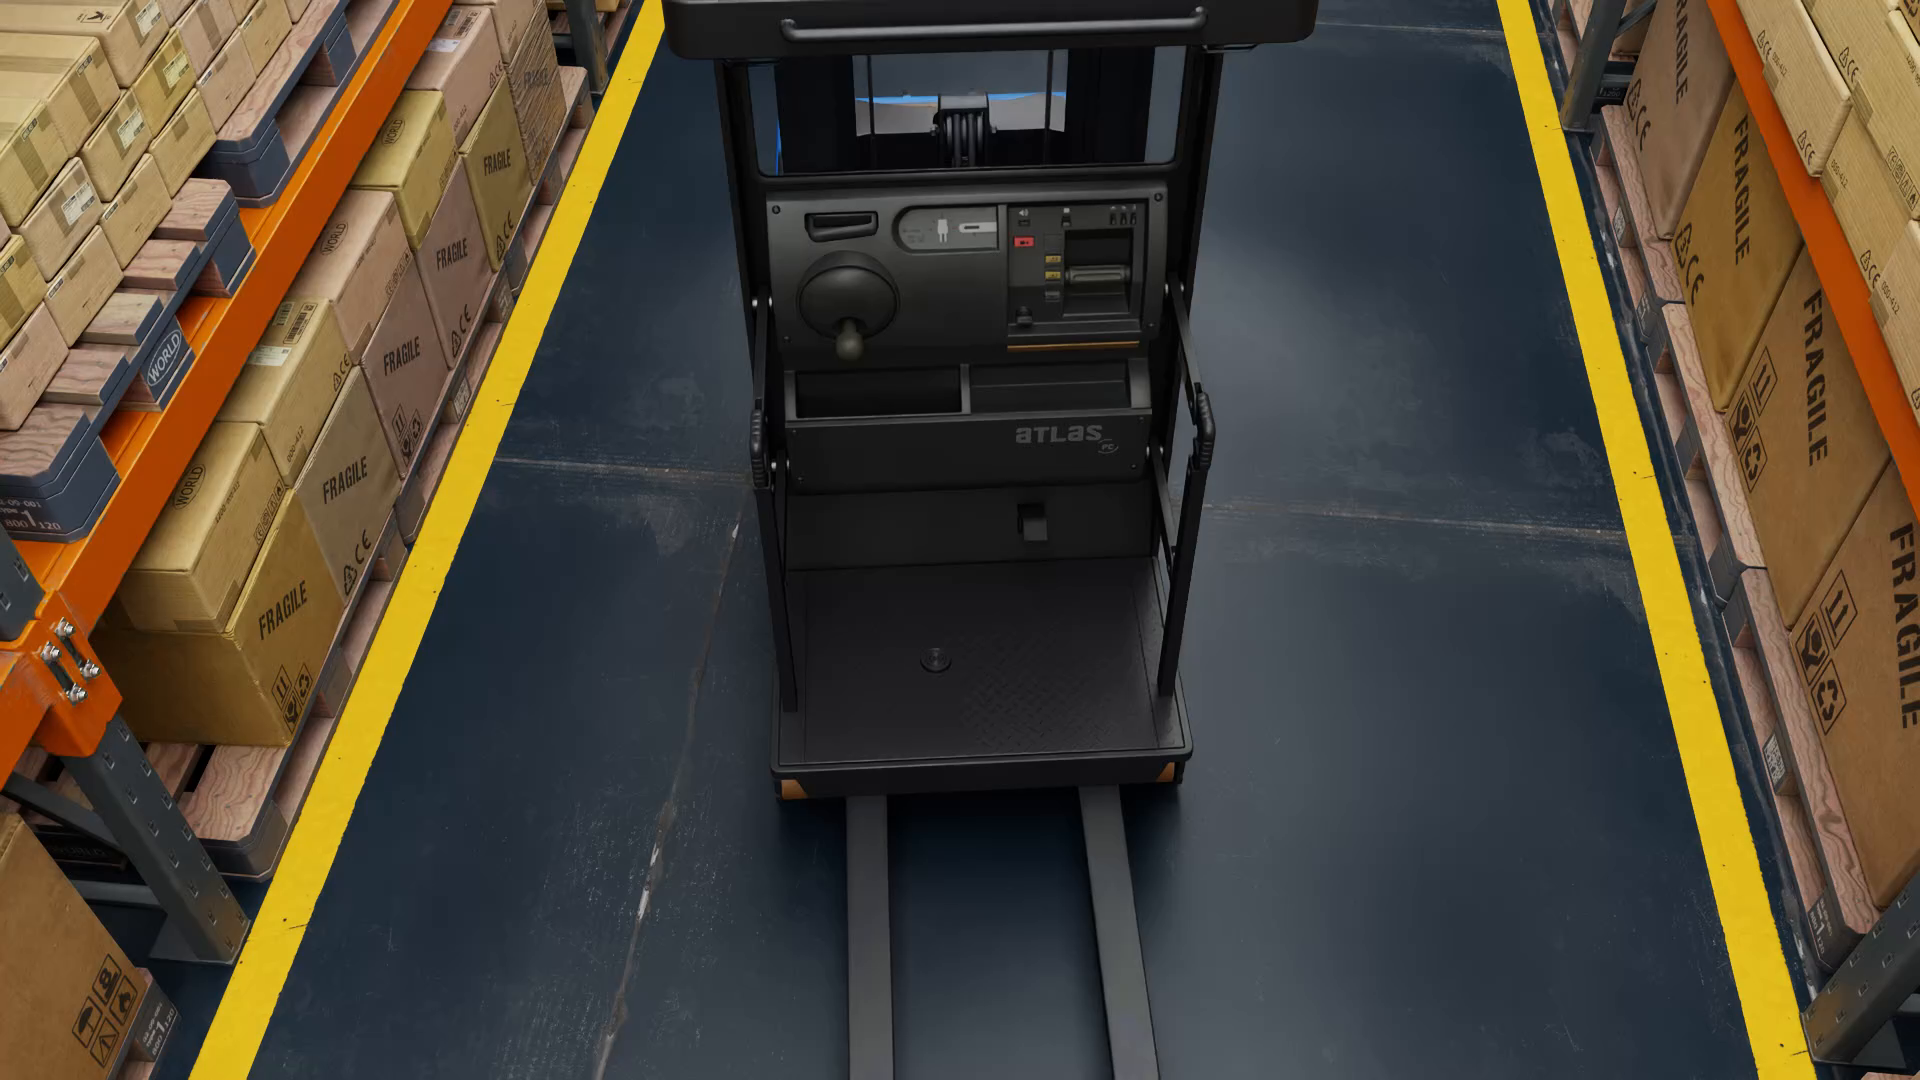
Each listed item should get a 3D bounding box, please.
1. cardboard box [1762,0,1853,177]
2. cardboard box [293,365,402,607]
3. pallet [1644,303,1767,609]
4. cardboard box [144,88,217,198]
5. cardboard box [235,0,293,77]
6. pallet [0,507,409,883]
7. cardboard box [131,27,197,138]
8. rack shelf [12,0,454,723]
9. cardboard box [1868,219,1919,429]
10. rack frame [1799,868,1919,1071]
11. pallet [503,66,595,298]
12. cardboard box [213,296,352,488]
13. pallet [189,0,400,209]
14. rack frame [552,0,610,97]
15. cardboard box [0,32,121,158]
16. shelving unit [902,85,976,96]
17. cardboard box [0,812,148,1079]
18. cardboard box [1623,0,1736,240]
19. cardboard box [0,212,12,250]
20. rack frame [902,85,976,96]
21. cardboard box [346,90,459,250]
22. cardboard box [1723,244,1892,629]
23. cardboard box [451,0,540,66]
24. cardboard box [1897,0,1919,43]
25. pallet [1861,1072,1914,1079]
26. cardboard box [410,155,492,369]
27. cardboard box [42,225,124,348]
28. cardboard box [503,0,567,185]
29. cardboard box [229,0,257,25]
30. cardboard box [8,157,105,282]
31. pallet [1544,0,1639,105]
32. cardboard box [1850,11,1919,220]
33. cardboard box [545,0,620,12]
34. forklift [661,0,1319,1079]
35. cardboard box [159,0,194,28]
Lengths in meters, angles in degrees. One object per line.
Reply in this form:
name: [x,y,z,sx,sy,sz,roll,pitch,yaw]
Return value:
cardboard box: [2.489,-1.202,4.419,0.500,0.250,0.500,3,48,3]
cardboard box: [-1.987,-0.171,4.783,0.500,0.500,0.500,4,48,4]
pallet: [2.851,-0.269,5.353,1.003,0.211,1.213,4,48,4]
cardboard box: [-2.034,-0.967,3.987,0.380,0.149,0.250,6,48,5]
cardboard box: [-1.987,-1.347,4.335,0.380,0.149,0.250,4,48,4]
pallet: [-2.275,0.366,4.772,1.003,0.211,1.213,4,48,4]
cardboard box: [-2.038,-1.081,3.890,0.380,0.149,0.250,4,48,4]
rack shelf: [-2.166,-1.227,4.827,1.077,0.370,4.000,4,48,4]
cardboard box: [2.409,-0.457,3.737,0.500,0.250,0.500,5,48,4]
rack frame: [2.591,0.258,2.981,1.000,3.000,0.127,4,48,4]
pallet: [-2.053,-1.427,6.412,1.003,0.211,1.213,4,48,4]
cardboard box: [-1.998,-0.415,4.498,0.500,0.250,0.500,3,48,3]
pallet: [-2.208,-1.393,4.621,1.003,0.211,1.213,4,48,4]
rack frame: [-1.983,-2.940,5.906,1.000,3.000,0.127,4,48,4]
cardboard box: [-2.064,-0.962,3.580,0.380,0.149,0.250,4,48,3]
shelving unit: [-0.062,-1.070,5.609,0.258,0.900,0.210,-2,43,-2]
cardboard box: [-2.493,1.058,3.489,1.050,0.750,0.750,3,48,3]
cardboard box: [2.978,-1.645,5.877,0.875,0.875,0.875,5,48,5]
cardboard box: [-2.113,-0.588,3.238,0.380,0.149,0.250,4,48,4]
rack frame: [-0.067,-1.139,5.683,0.240,0.900,0.006,-2,43,-2]
cardboard box: [-1.894,-1.161,5.180,0.500,0.250,0.500,2,48,2]
cardboard box: [2.822,-0.324,4.669,0.875,0.875,0.875,4,48,4]
cardboard box: [-1.800,-1.927,5.881,0.500,0.250,0.500,3,48,2]
cardboard box: [2.468,-1.253,3.618,0.500,0.500,0.500,4,48,4]
pallet: [2.518,1.773,3.485,1.003,0.211,1.213,4,48,4]
cardboard box: [-1.898,-0.924,5.471,0.500,0.500,0.500,3,48,3]
cardboard box: [-2.082,-0.570,3.624,0.380,0.149,0.250,6,48,5]
cardboard box: [-1.800,-1.677,6.161,0.500,0.500,0.500,3,48,3]
cardboard box: [-1.988,-1.446,4.224,0.380,0.149,0.250,3,48,3]
cardboard box: [-2.081,-0.699,3.541,0.380,0.149,0.250,6,48,5]
pallet: [3.102,-2.294,7.205,1.003,0.211,1.213,4,48,4]
cardboard box: [2.451,-0.988,3.883,0.500,0.250,0.500,3,48,3]
cardboard box: [-1.630,-2.365,7.028,0.380,0.149,0.250,2,48,2]
forklift: [0.034,-0.530,3.749,1.130,2.935,3.031,-2,48,-2]
cardboard box: [-2.017,-1.356,3.940,0.380,0.149,0.250,6,48,5]
